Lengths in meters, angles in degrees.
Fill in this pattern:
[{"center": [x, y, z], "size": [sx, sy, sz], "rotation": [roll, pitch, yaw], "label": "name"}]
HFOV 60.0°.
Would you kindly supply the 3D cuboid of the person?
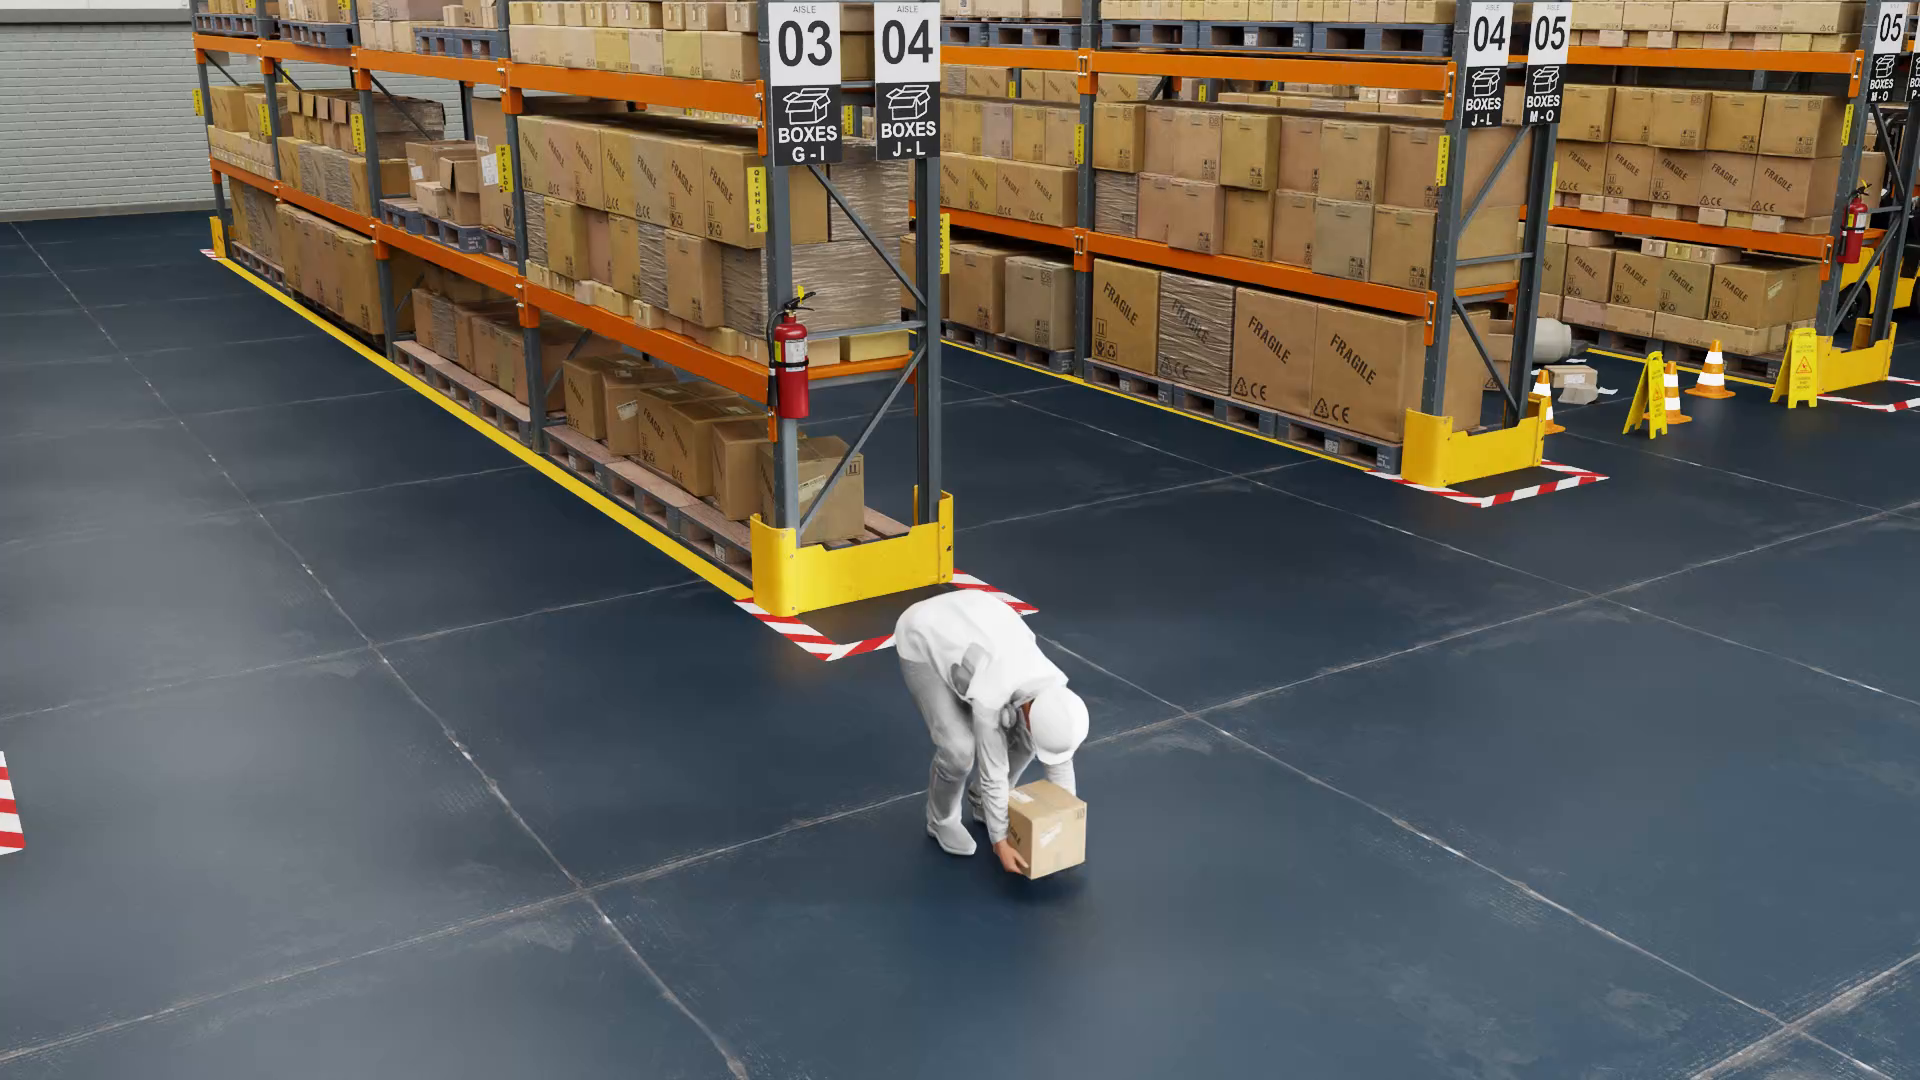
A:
[{"center": [0.151, 0.745, 6.441], "size": [0.482, 1.013, 0.999], "rotation": [-13, 22, -34], "label": "person"}]
